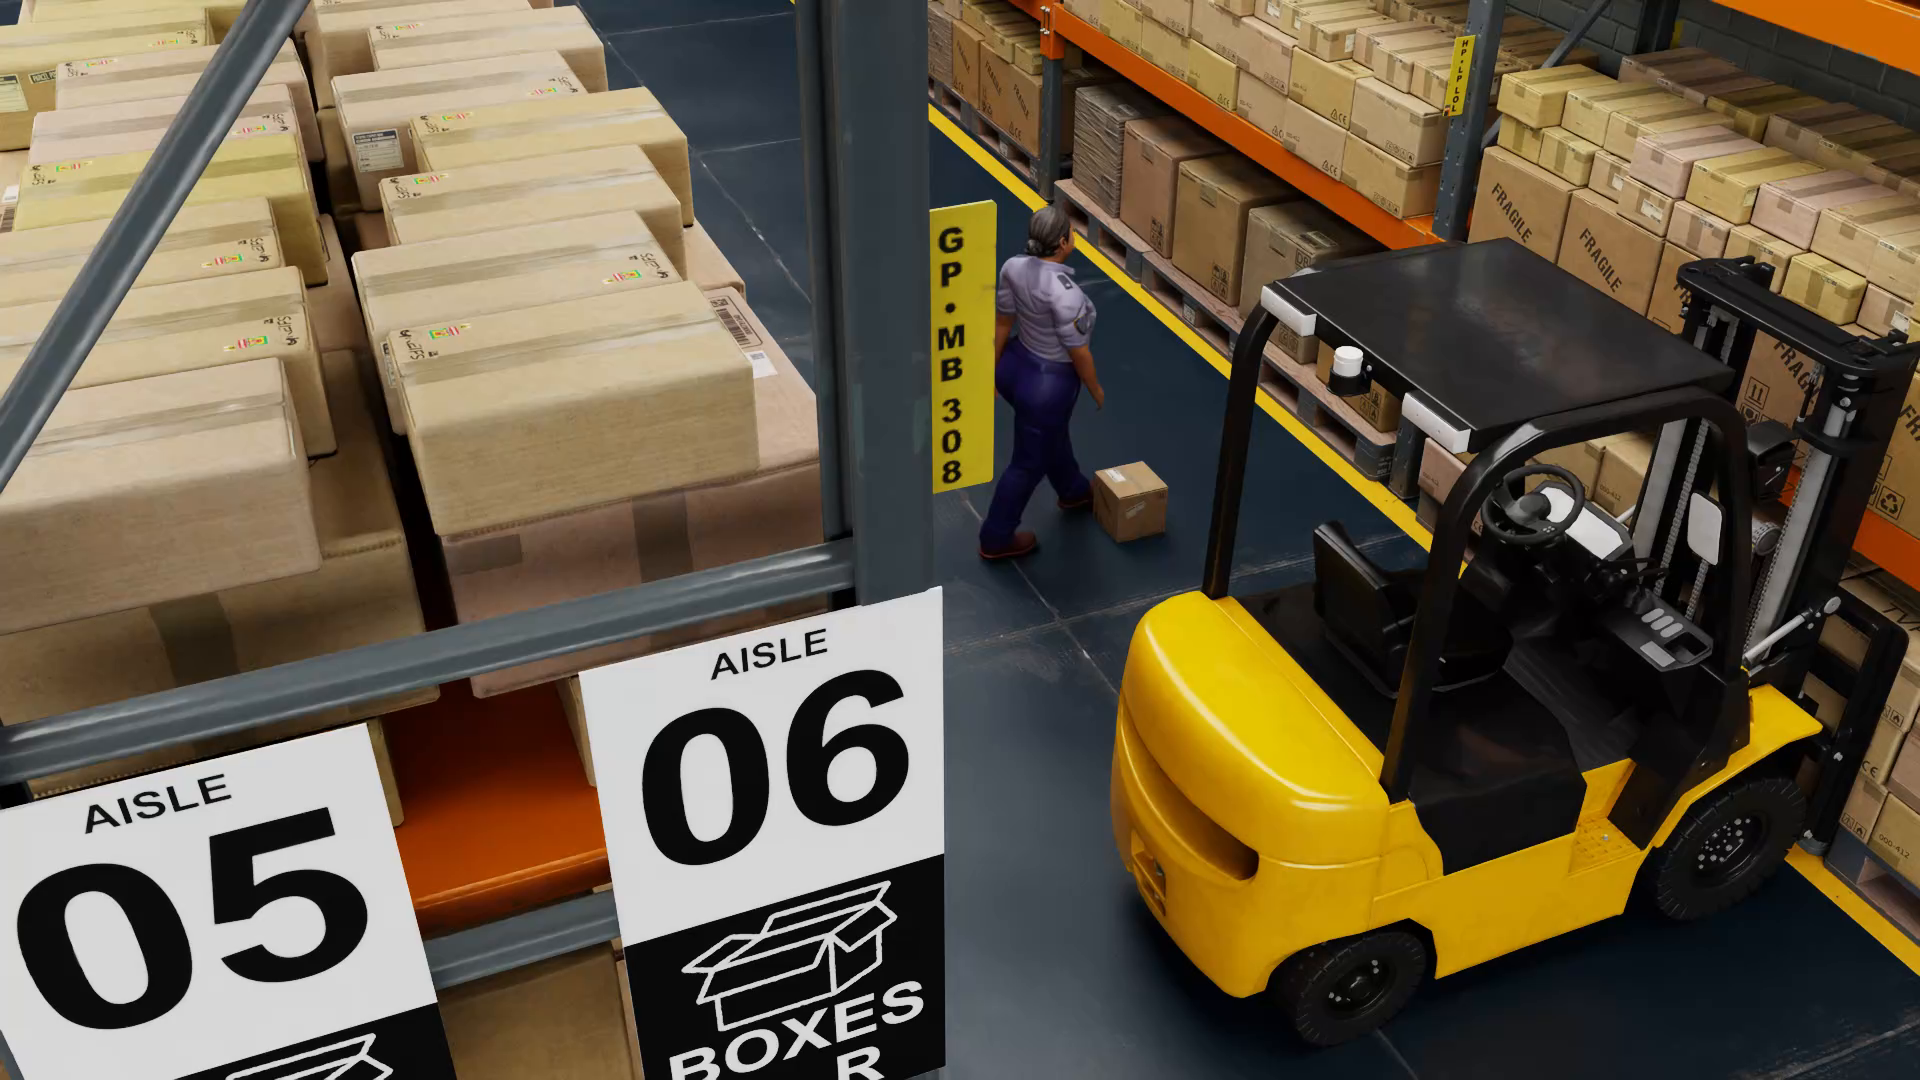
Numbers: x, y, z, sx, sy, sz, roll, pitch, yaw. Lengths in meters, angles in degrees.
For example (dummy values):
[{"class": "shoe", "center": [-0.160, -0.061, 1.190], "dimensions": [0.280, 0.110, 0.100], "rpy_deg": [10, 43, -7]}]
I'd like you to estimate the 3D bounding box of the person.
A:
[{"class": "person", "center": [0.444, -0.687, 7.175], "dimensions": [0.815, 1.608, 0.504], "rpy_deg": [-17, 37, -24]}]
